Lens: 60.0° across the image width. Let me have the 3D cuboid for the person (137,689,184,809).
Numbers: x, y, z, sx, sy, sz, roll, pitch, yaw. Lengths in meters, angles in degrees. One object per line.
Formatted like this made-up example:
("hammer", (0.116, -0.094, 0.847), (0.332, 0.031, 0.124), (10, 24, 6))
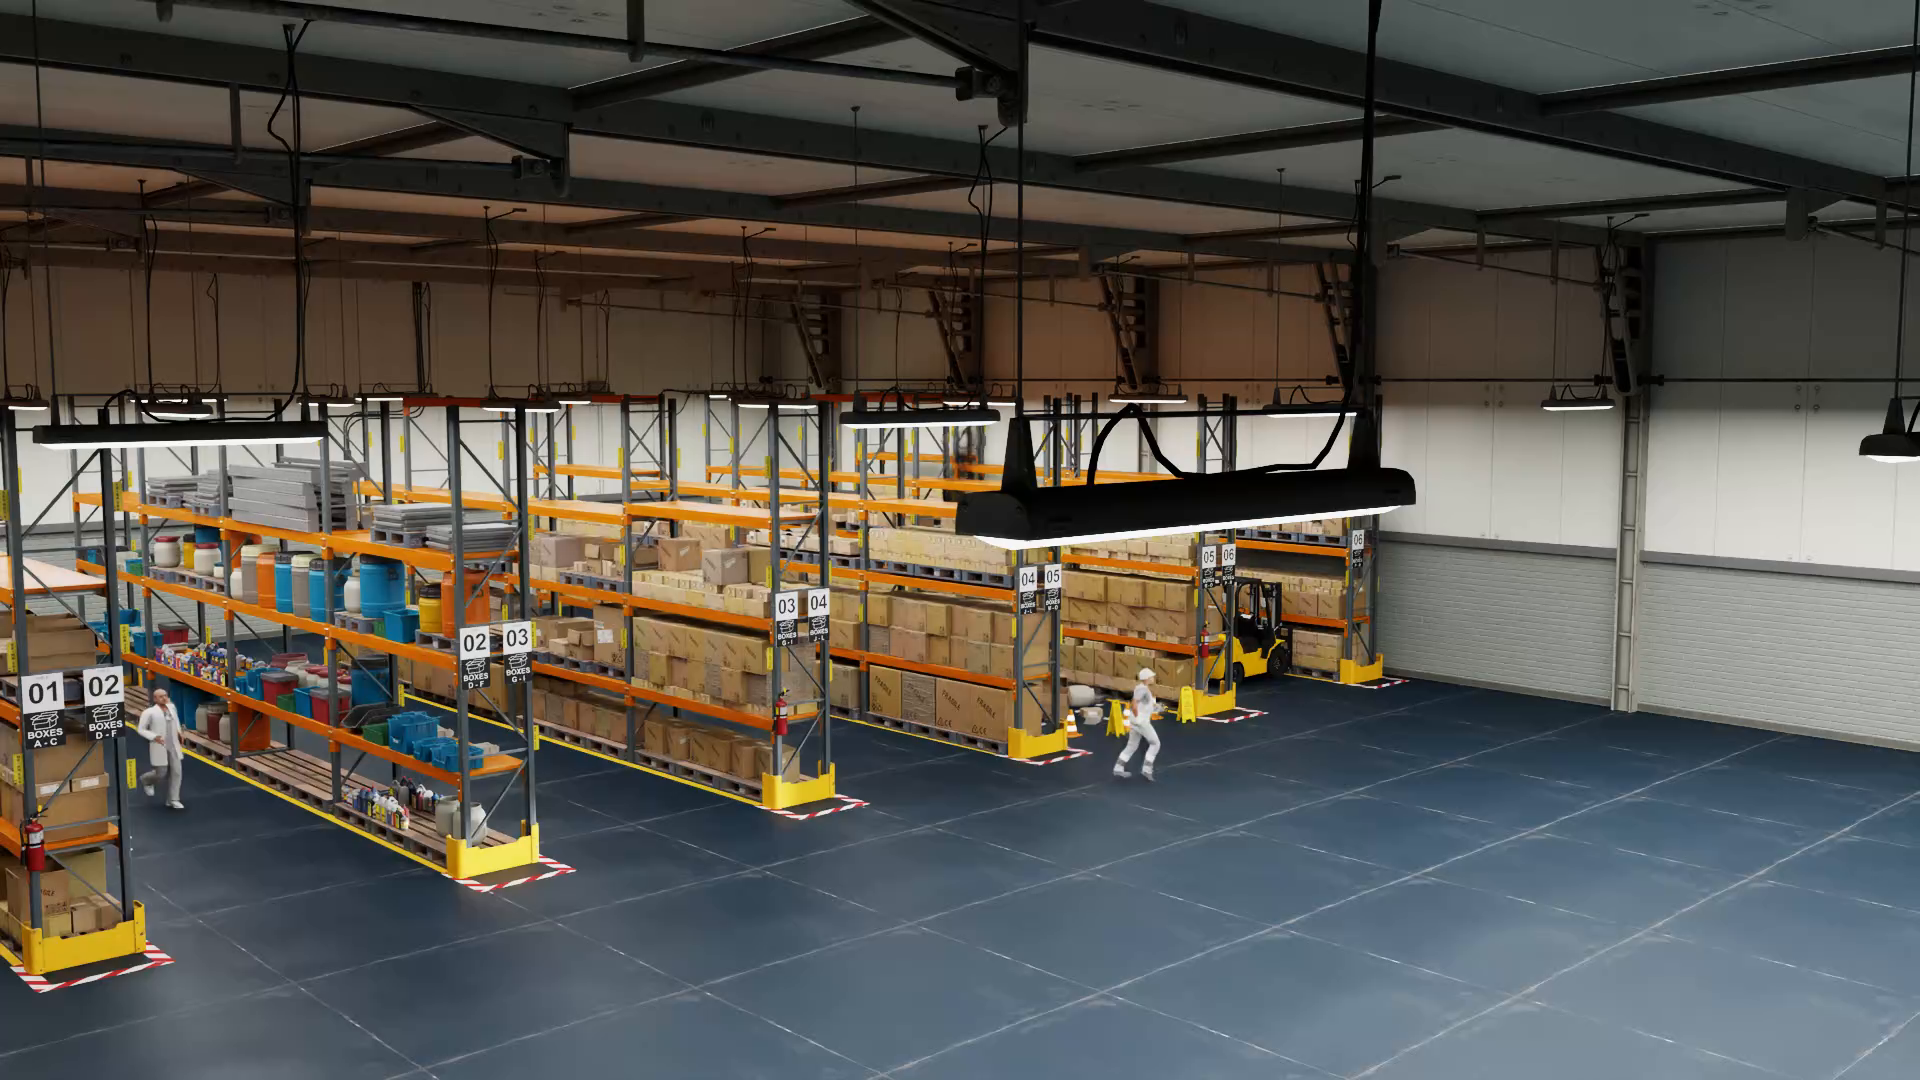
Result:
("person", (-11.827, 3.079, 24.669), (0.918, 1.764, 0.711), (4, 7, 34))

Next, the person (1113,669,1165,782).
("person", (2.852, 2.933, 26.231), (0.864, 1.824, 0.587), (-1, 6, -11))

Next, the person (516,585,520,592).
("person", (-10.617, 1.642, 40.320), (0.550, 1.607, 0.816), (1, 6, 14))
